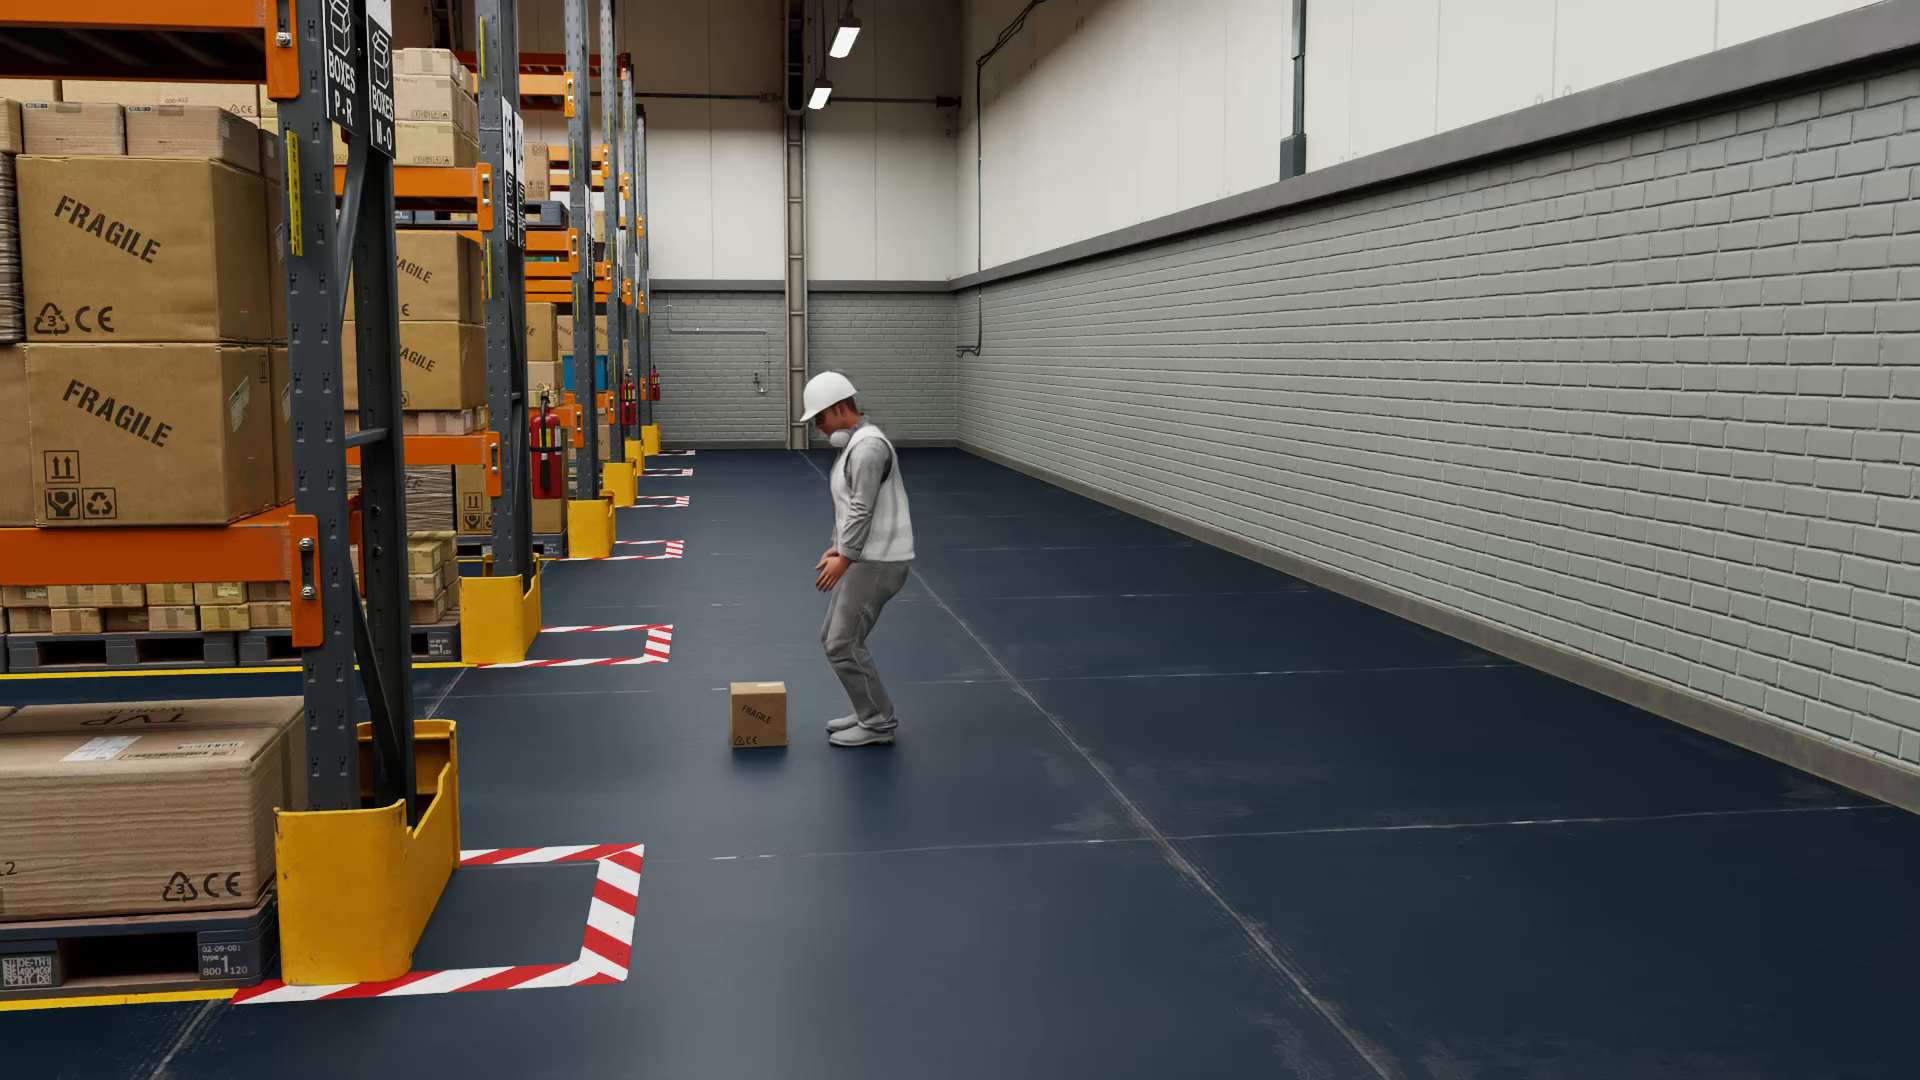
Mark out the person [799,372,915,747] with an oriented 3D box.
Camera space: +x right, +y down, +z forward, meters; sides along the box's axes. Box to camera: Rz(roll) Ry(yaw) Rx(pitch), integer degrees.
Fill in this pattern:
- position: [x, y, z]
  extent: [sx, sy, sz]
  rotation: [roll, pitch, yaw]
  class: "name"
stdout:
- position: [-0.468, 0.083, 7.591]
  extent: [0.516, 1.695, 0.567]
  rotation: [-1, 6, -7]
  class: "person"
